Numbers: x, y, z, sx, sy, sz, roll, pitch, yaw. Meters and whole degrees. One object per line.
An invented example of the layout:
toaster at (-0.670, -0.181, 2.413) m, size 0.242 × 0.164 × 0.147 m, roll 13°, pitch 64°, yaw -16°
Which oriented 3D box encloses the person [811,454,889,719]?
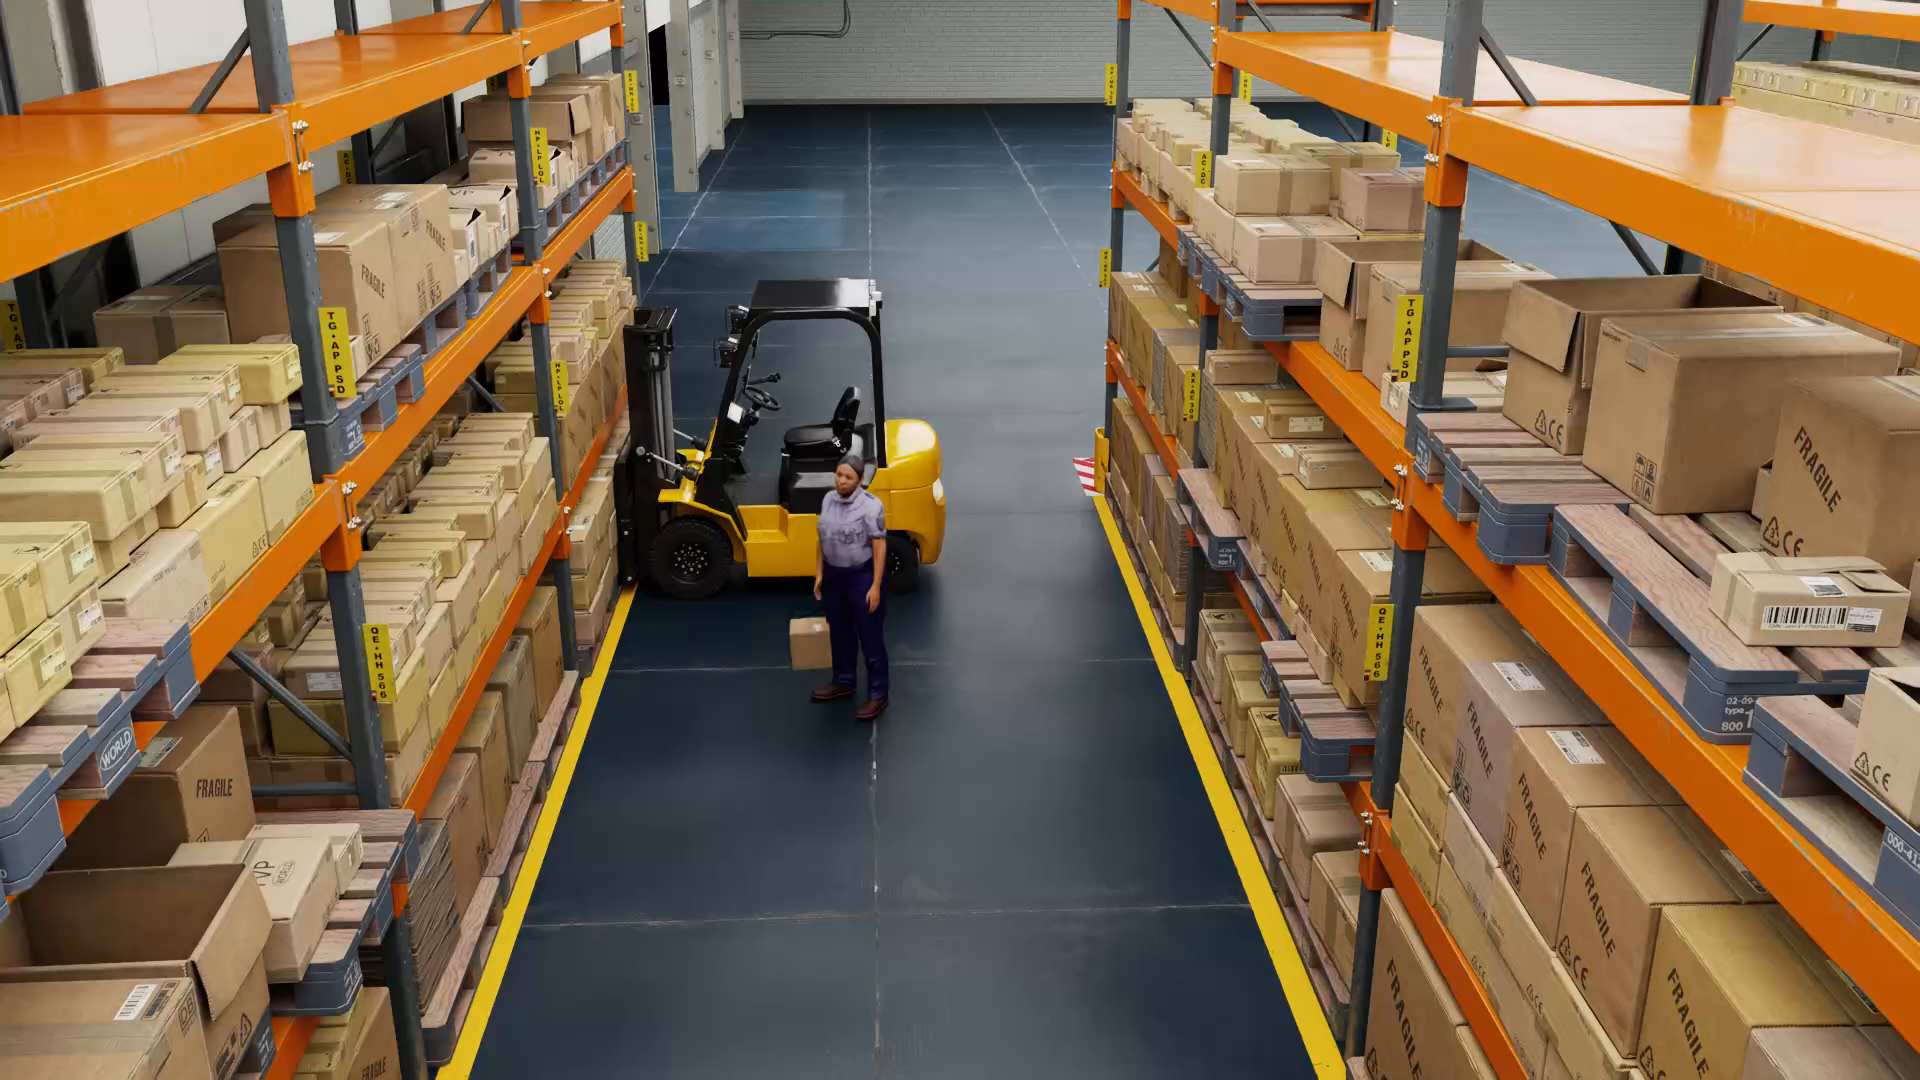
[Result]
person at (-0.681, 0.277, 10.317) m, size 0.592 × 1.646 × 0.372 m, roll 15°, pitch 25°, yaw 35°
